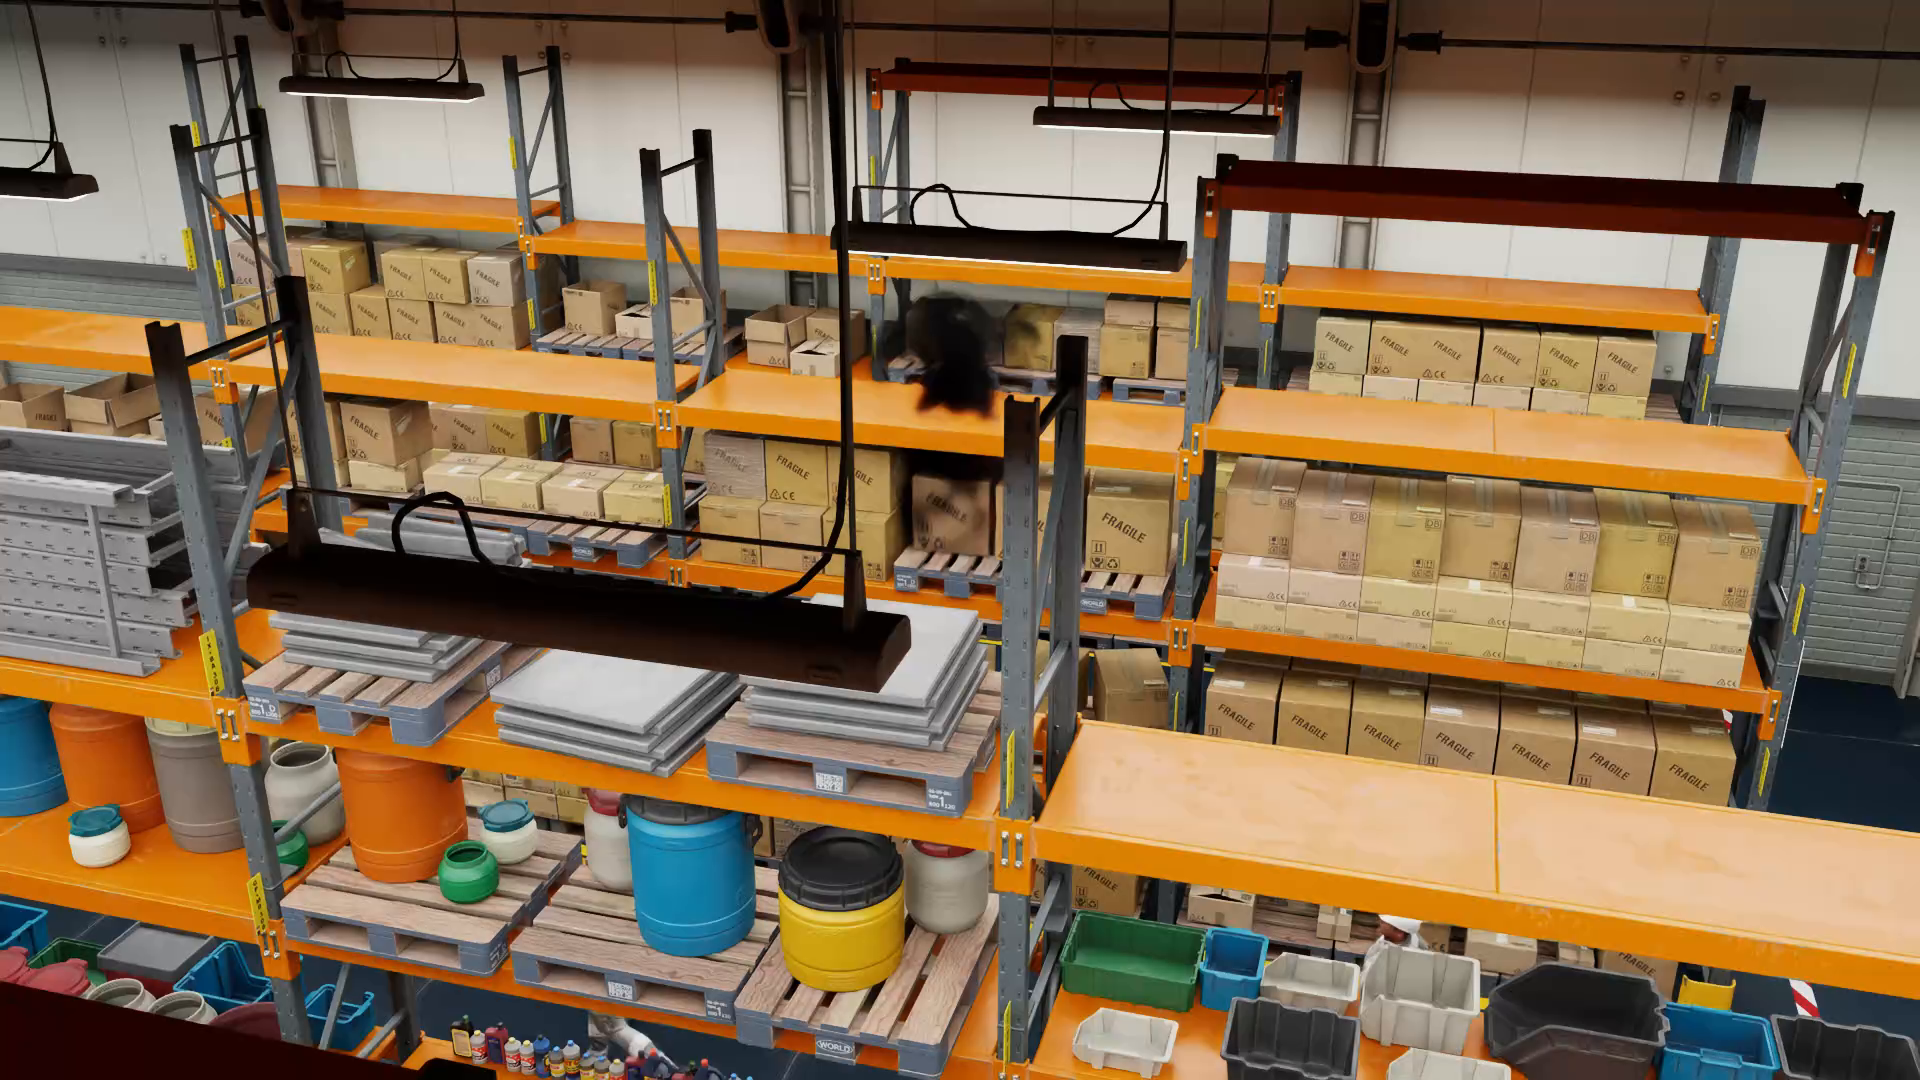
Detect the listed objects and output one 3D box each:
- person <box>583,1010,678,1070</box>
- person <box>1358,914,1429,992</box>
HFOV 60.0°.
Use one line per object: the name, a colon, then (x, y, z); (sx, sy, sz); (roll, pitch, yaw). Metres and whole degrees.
person: (-2.440, 3.064, 11.405); (1.177, 1.575, 0.649); (16, 27, 34)
person: (2.779, 3.112, 10.963); (0.725, 1.779, 0.626); (3, 23, 6)
